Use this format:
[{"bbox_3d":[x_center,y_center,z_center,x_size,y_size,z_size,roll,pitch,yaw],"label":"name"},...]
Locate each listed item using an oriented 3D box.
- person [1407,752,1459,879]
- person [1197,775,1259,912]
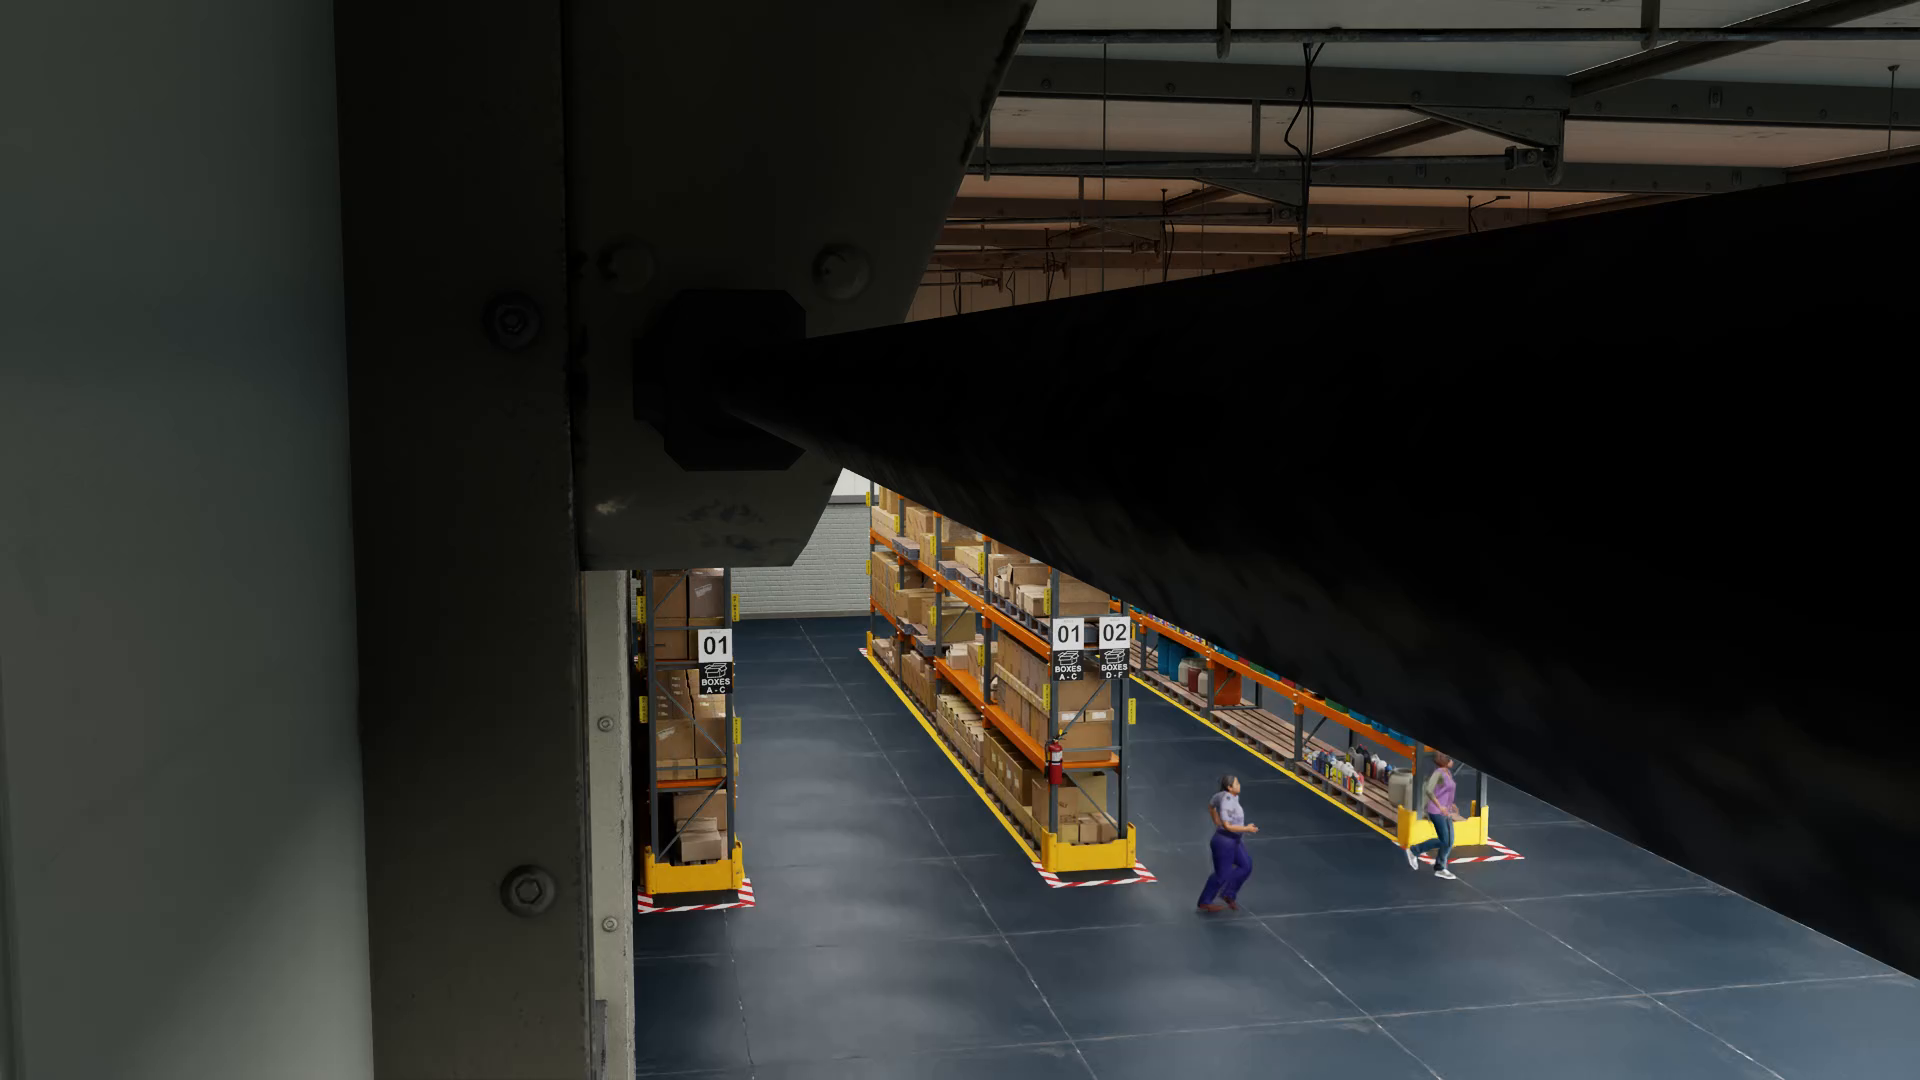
[{"bbox_3d":[5.960,3.395,20.768,0.610,1.544,0.598,4,7,32],"label":"person"},{"bbox_3d":[3.103,3.532,19.215,0.696,1.678,0.599,2,6,15],"label":"person"}]
